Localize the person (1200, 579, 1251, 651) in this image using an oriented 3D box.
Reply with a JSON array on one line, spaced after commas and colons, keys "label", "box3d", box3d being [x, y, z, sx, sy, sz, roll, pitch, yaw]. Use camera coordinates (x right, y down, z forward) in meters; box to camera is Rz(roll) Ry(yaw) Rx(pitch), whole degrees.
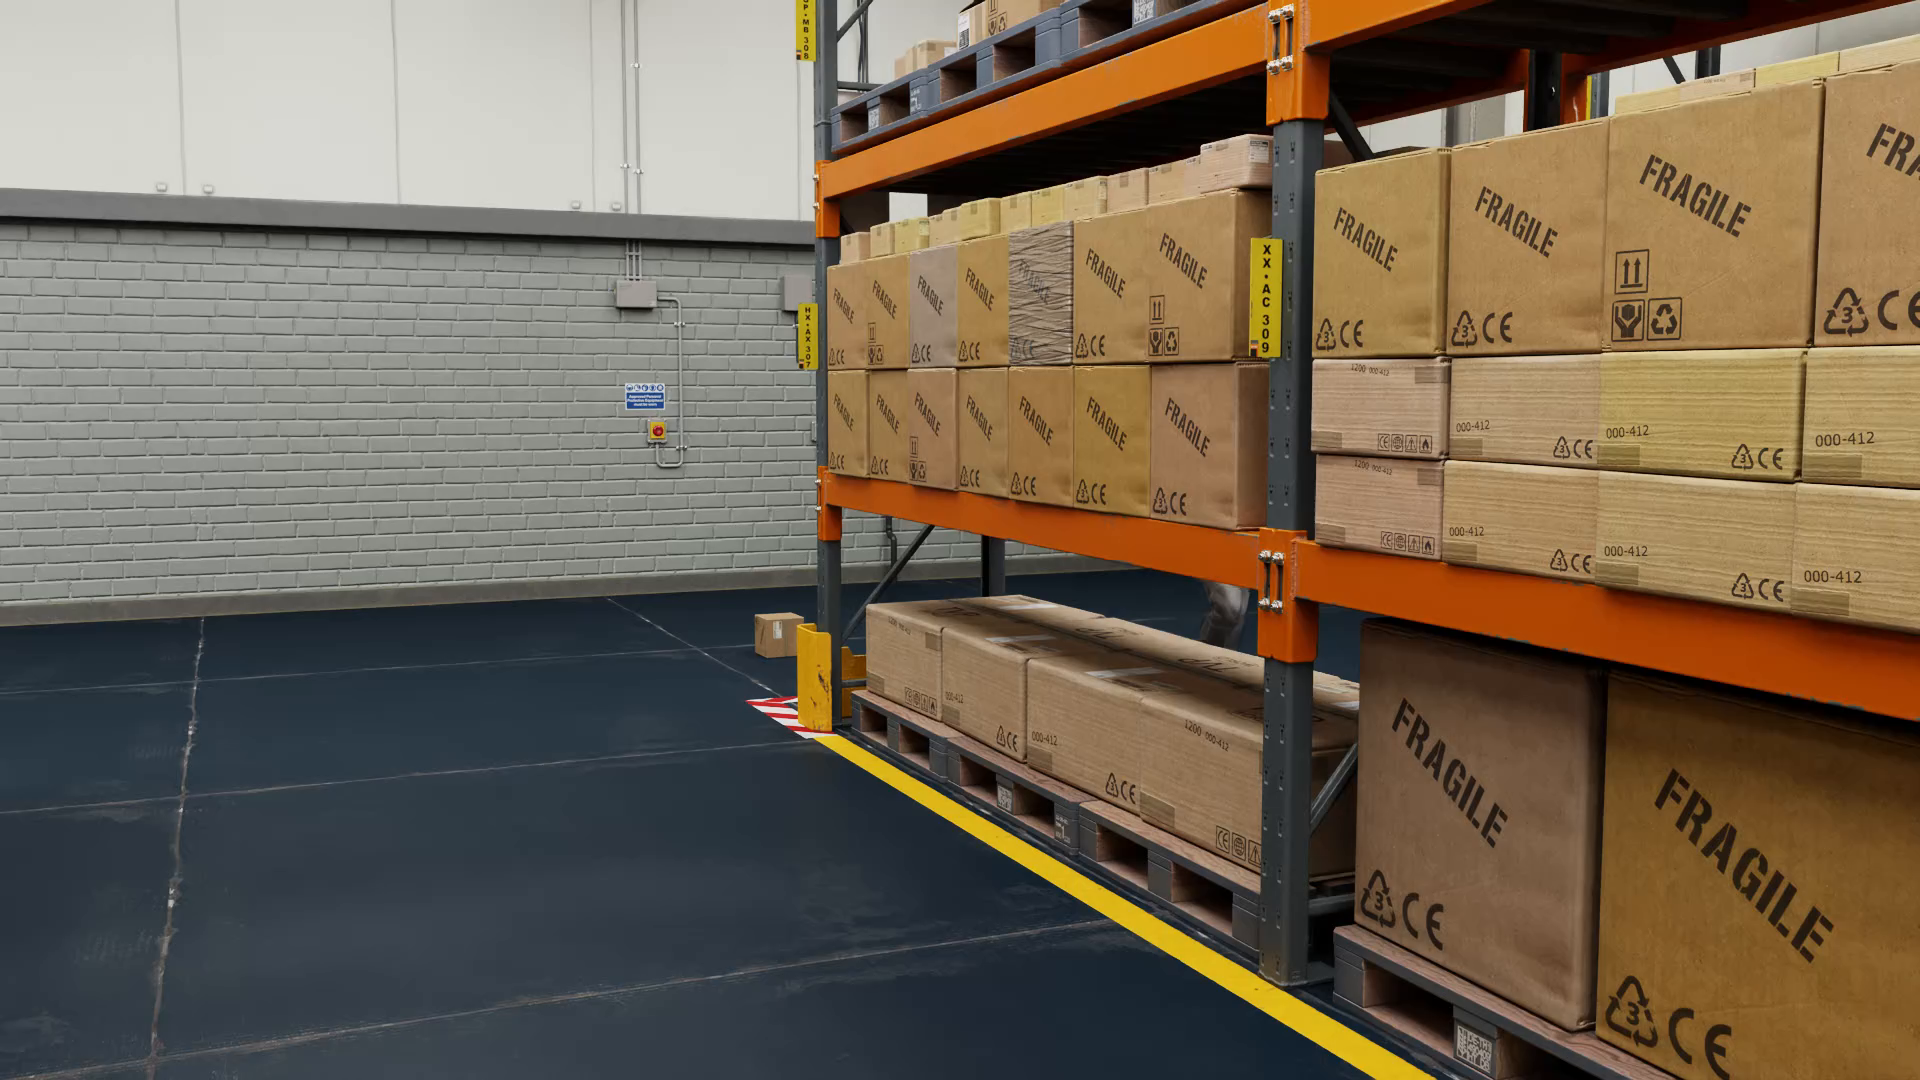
[{"label": "person", "box3d": [1.426, 0.009, 8.921, 0.589, 1.797, 0.504, -3, 6, -29]}]
